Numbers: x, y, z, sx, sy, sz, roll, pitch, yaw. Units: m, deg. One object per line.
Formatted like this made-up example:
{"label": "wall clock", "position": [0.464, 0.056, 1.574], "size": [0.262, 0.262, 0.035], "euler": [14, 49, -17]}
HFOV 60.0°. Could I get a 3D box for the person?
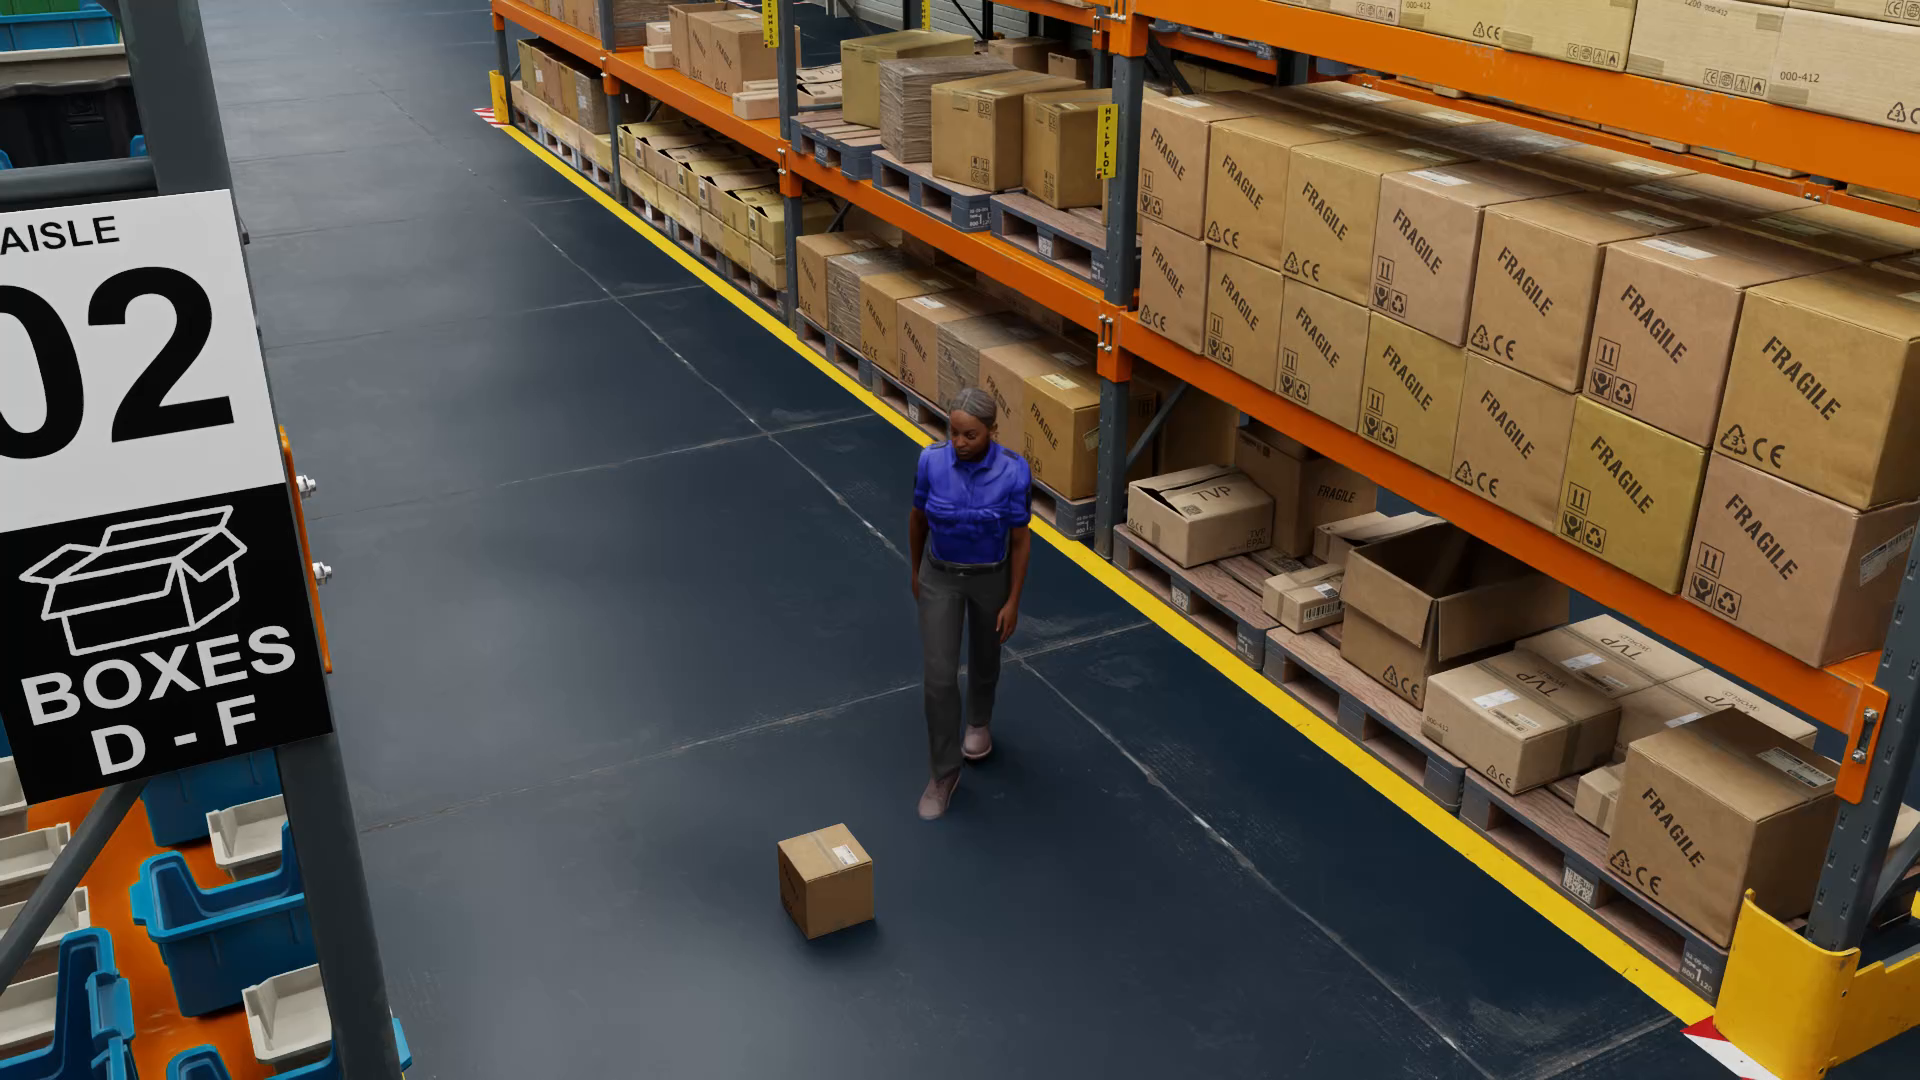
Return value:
{"label": "person", "position": [0.034, 0.199, 6.250], "size": [0.454, 1.703, 0.653], "euler": [0, 26, 0]}
